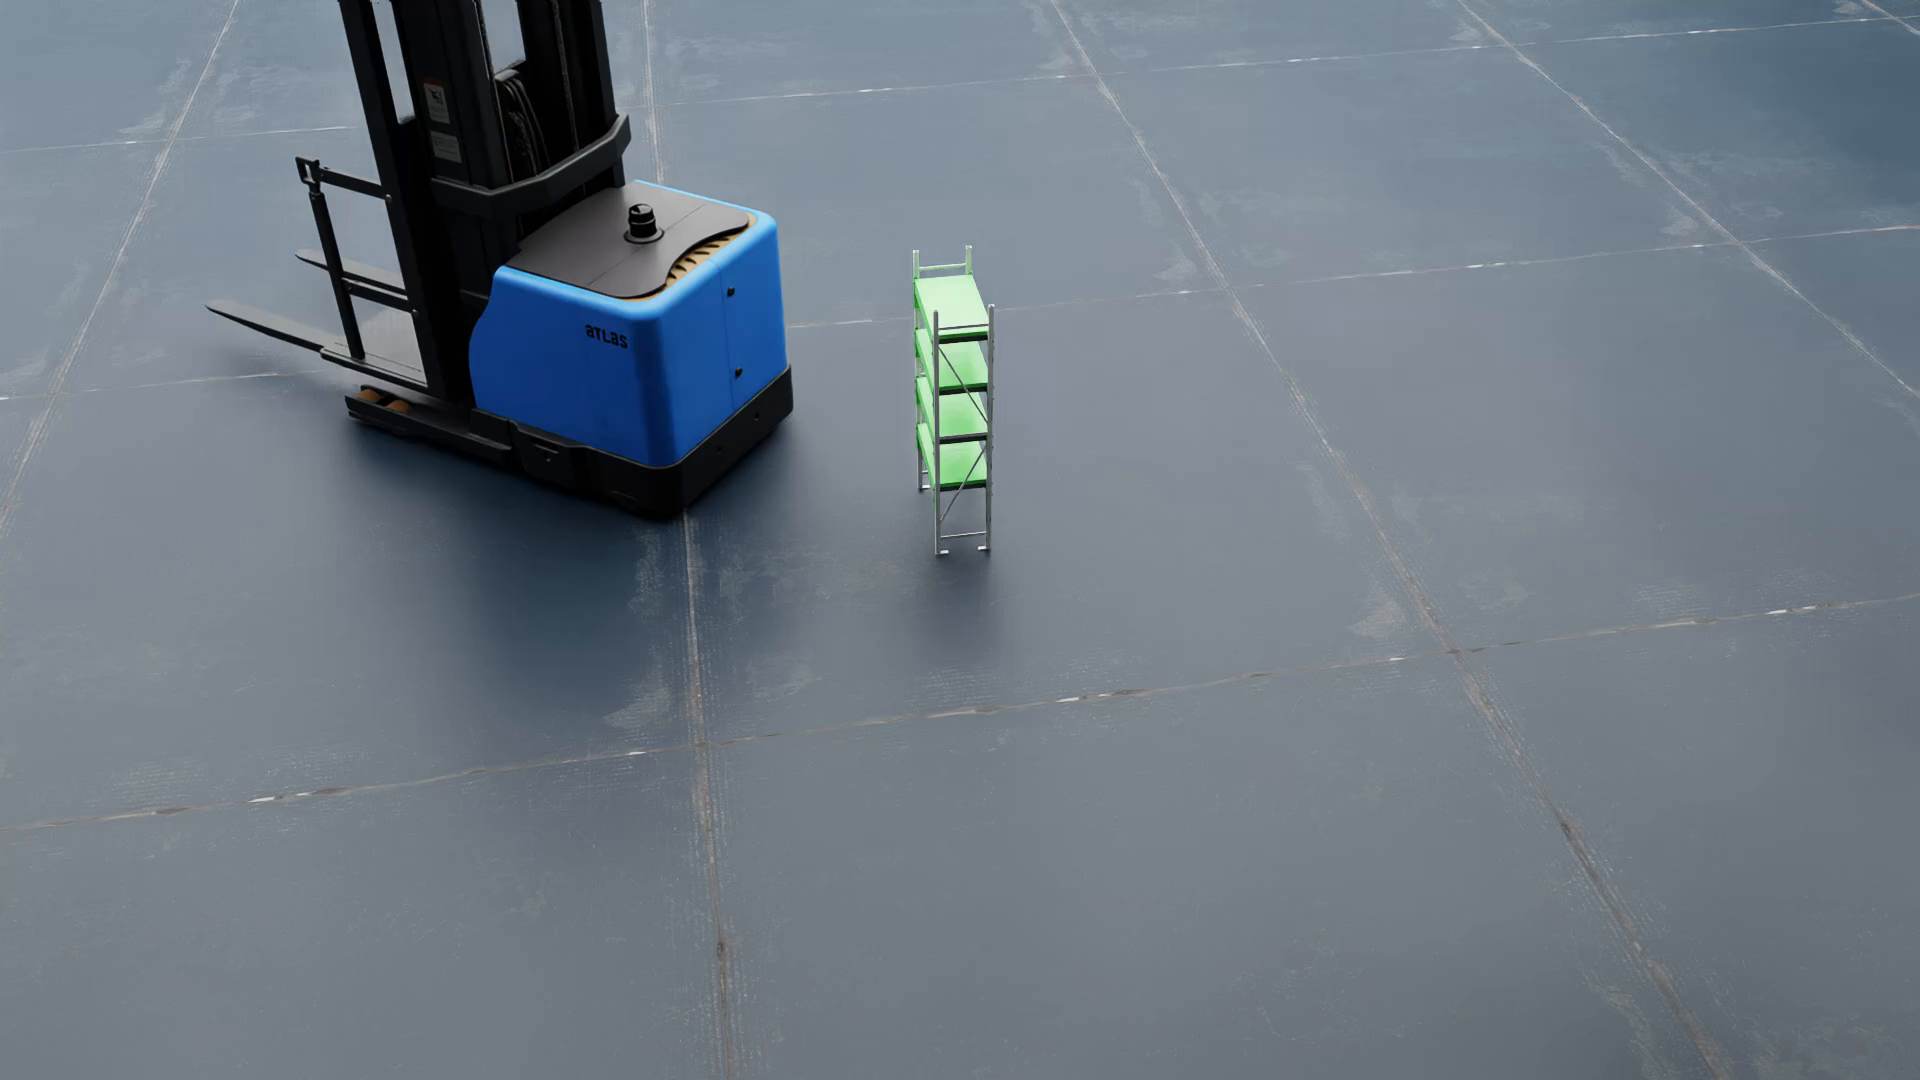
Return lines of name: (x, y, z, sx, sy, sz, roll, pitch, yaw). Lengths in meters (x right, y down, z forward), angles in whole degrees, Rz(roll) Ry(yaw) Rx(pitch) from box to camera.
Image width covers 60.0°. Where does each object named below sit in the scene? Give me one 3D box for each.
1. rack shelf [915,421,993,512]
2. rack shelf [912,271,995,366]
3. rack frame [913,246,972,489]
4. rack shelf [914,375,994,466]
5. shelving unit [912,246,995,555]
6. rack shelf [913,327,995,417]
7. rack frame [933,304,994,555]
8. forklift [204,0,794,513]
rack shelf: (-0.029, -0.334, 7.197, 0.258, 0.148, 0.480, -6, 38, -8)
rack shelf: (-0.029, -0.902, 6.755, 0.258, 0.148, 0.480, -6, 38, -8)
rack frame: (-0.072, -0.721, 7.200, 0.240, 1.200, 0.015, -6, 38, -8)
rack shelf: (-0.029, -0.523, 7.050, 0.258, 0.148, 0.480, -6, 38, -8)
shelving unit: (-0.029, -0.574, 7.011, 0.258, 1.200, 0.503, -6, 38, -8)
rack shelf: (-0.029, -0.713, 6.903, 0.258, 0.148, 0.480, -6, 38, -8)
rack frame: (0.014, -0.426, 6.821, 0.240, 1.200, 0.015, -6, 38, -8)
forklift: (-2.340, -1.917, 7.328, 3.031, 2.935, 1.130, 18, 41, 22)
